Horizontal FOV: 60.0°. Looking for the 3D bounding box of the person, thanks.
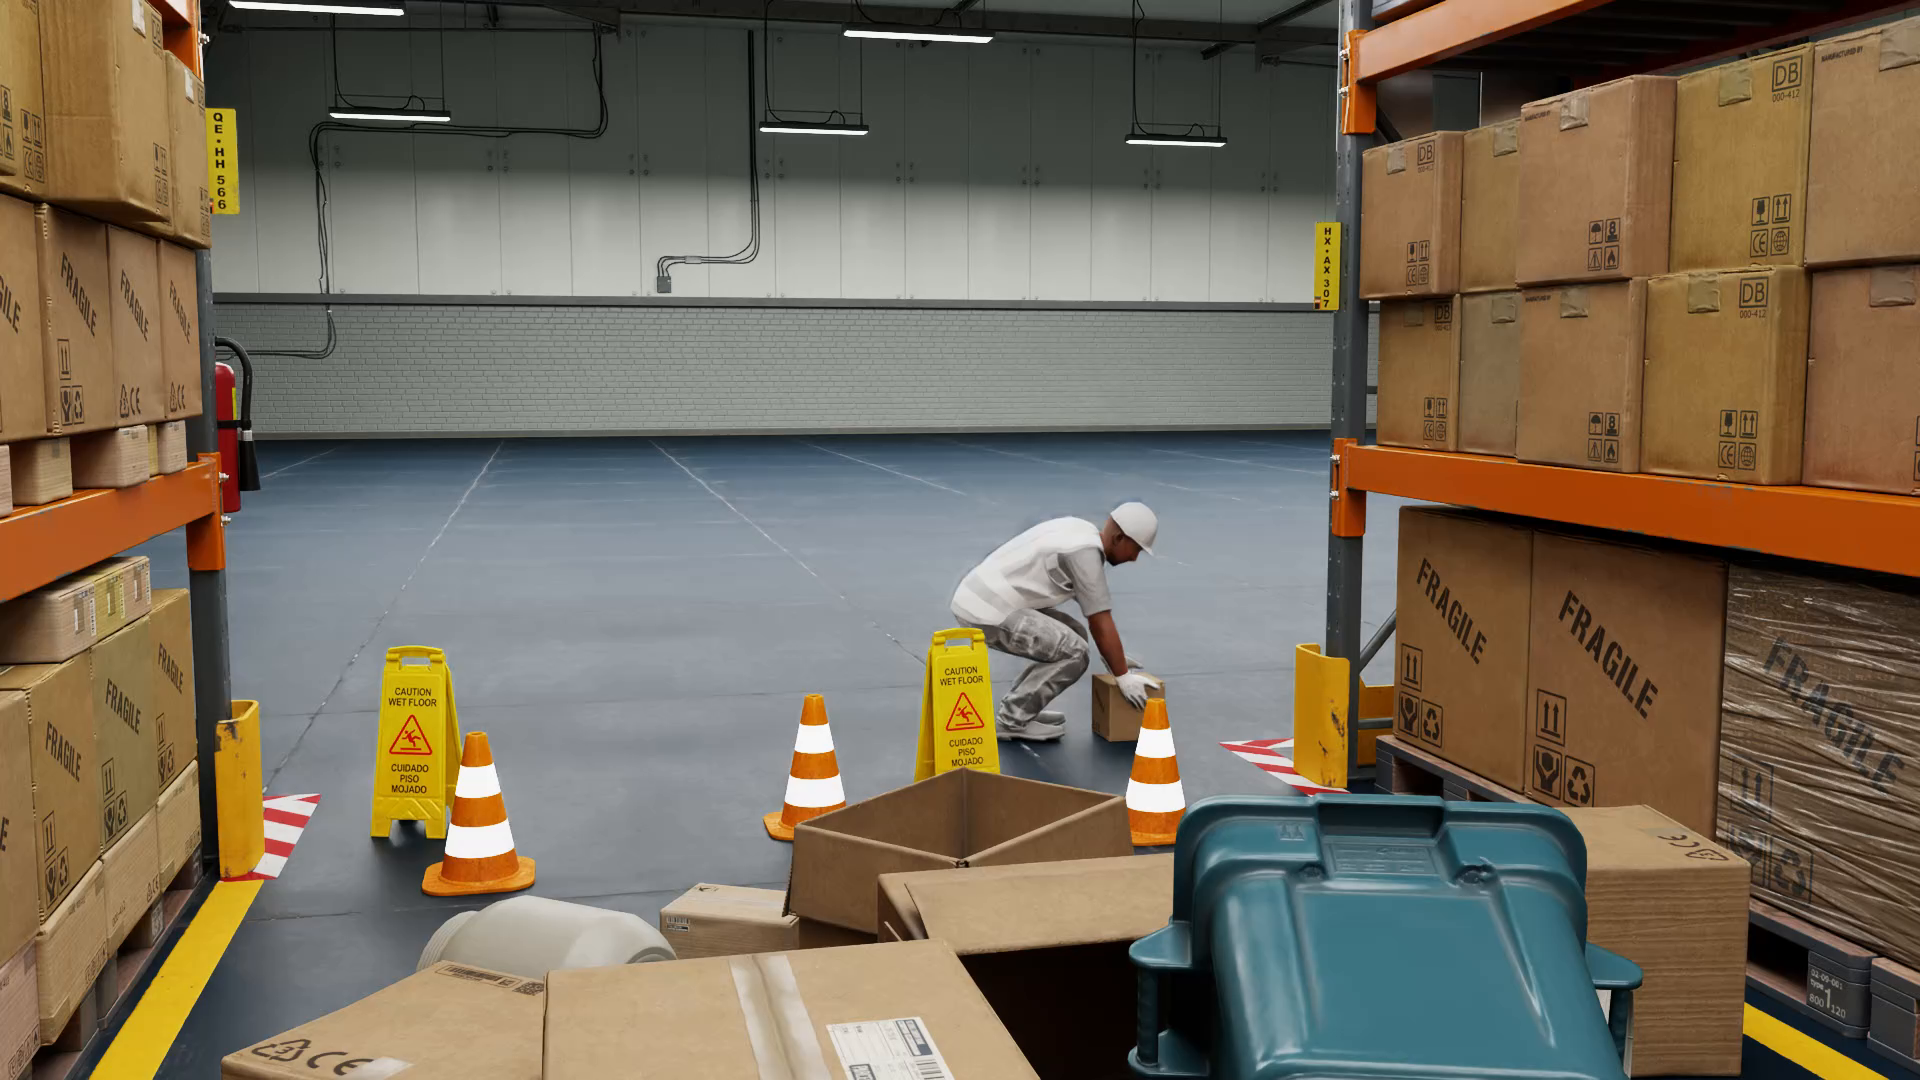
[{"bbox_3d":[0.414,0.341,7.256,0.902,1.015,0.578,0,6,4],"label":"person"}]
